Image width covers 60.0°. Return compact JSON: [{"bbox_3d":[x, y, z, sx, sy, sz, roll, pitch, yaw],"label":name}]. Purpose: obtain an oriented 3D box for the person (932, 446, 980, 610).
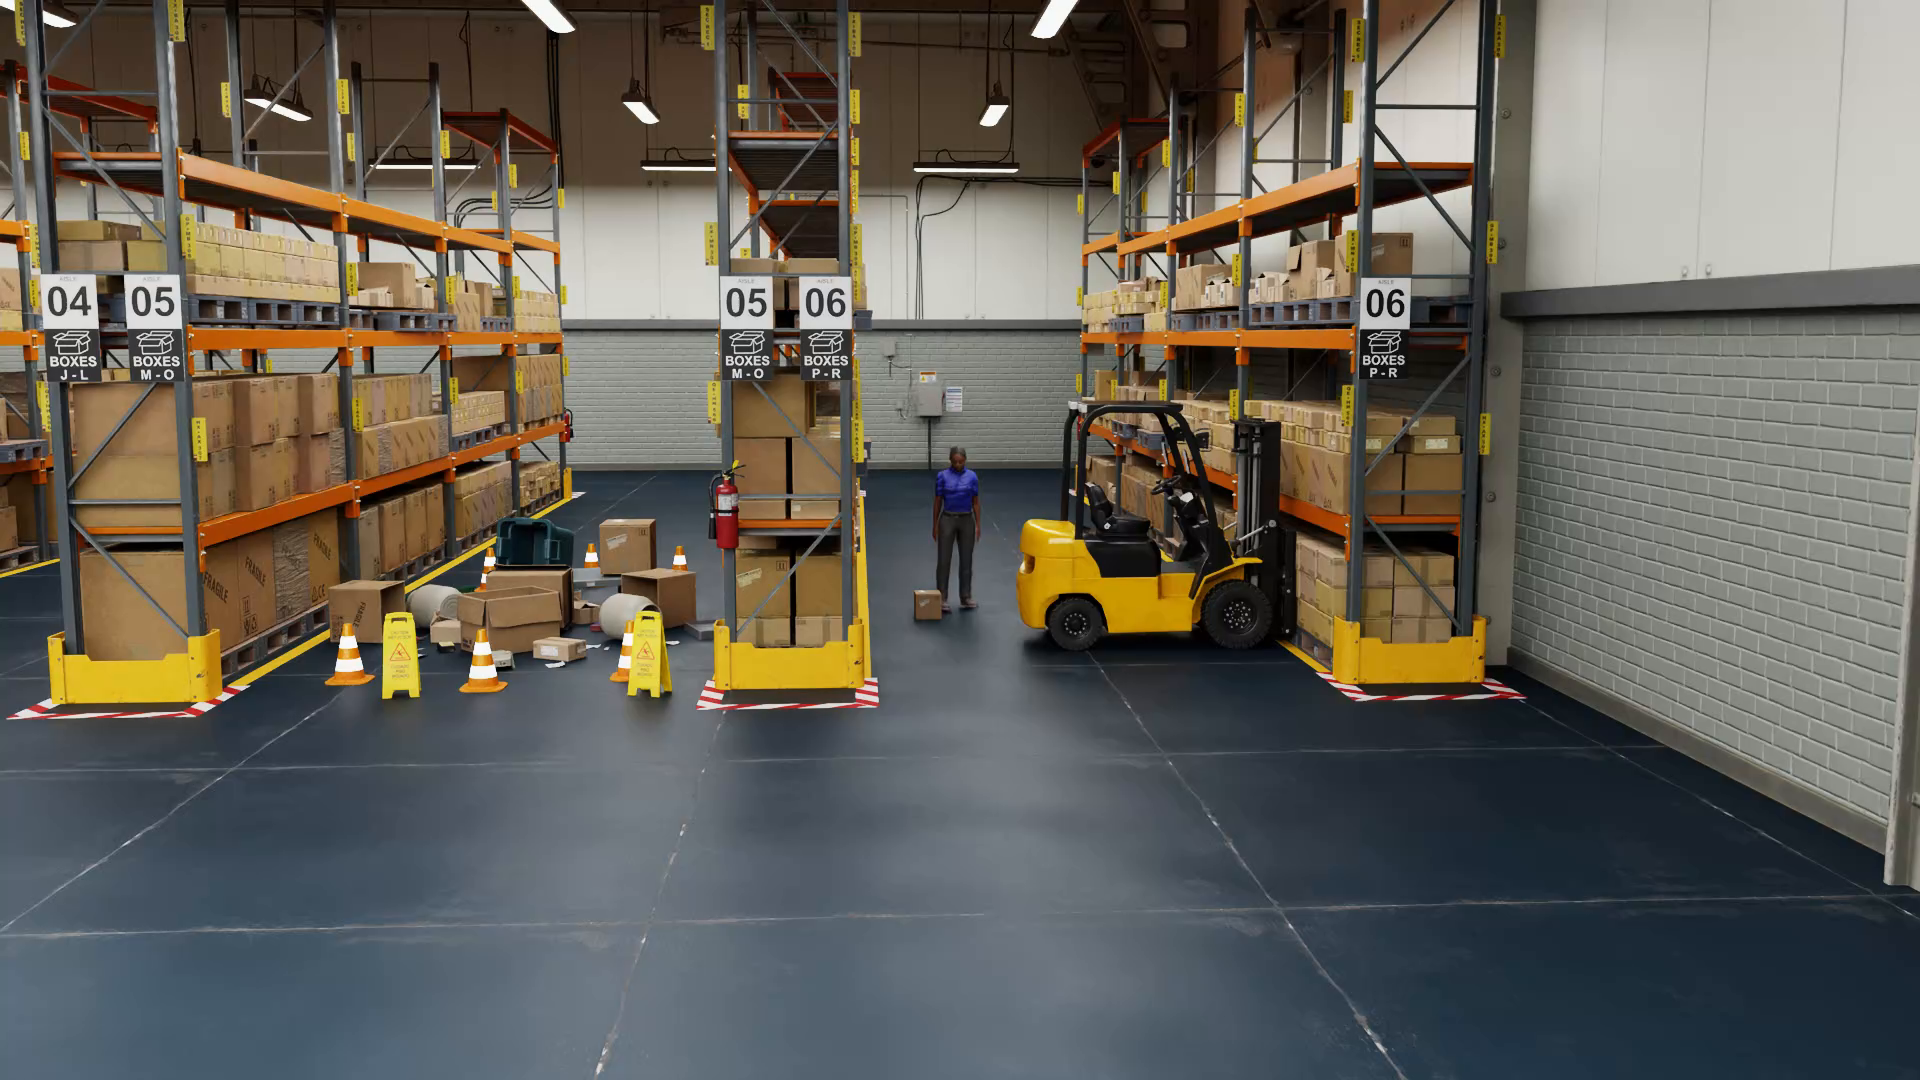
[{"bbox_3d":[-0.024,-0.131,16.725,0.481,1.646,0.382,-1,7,-11],"label":"person"}]
